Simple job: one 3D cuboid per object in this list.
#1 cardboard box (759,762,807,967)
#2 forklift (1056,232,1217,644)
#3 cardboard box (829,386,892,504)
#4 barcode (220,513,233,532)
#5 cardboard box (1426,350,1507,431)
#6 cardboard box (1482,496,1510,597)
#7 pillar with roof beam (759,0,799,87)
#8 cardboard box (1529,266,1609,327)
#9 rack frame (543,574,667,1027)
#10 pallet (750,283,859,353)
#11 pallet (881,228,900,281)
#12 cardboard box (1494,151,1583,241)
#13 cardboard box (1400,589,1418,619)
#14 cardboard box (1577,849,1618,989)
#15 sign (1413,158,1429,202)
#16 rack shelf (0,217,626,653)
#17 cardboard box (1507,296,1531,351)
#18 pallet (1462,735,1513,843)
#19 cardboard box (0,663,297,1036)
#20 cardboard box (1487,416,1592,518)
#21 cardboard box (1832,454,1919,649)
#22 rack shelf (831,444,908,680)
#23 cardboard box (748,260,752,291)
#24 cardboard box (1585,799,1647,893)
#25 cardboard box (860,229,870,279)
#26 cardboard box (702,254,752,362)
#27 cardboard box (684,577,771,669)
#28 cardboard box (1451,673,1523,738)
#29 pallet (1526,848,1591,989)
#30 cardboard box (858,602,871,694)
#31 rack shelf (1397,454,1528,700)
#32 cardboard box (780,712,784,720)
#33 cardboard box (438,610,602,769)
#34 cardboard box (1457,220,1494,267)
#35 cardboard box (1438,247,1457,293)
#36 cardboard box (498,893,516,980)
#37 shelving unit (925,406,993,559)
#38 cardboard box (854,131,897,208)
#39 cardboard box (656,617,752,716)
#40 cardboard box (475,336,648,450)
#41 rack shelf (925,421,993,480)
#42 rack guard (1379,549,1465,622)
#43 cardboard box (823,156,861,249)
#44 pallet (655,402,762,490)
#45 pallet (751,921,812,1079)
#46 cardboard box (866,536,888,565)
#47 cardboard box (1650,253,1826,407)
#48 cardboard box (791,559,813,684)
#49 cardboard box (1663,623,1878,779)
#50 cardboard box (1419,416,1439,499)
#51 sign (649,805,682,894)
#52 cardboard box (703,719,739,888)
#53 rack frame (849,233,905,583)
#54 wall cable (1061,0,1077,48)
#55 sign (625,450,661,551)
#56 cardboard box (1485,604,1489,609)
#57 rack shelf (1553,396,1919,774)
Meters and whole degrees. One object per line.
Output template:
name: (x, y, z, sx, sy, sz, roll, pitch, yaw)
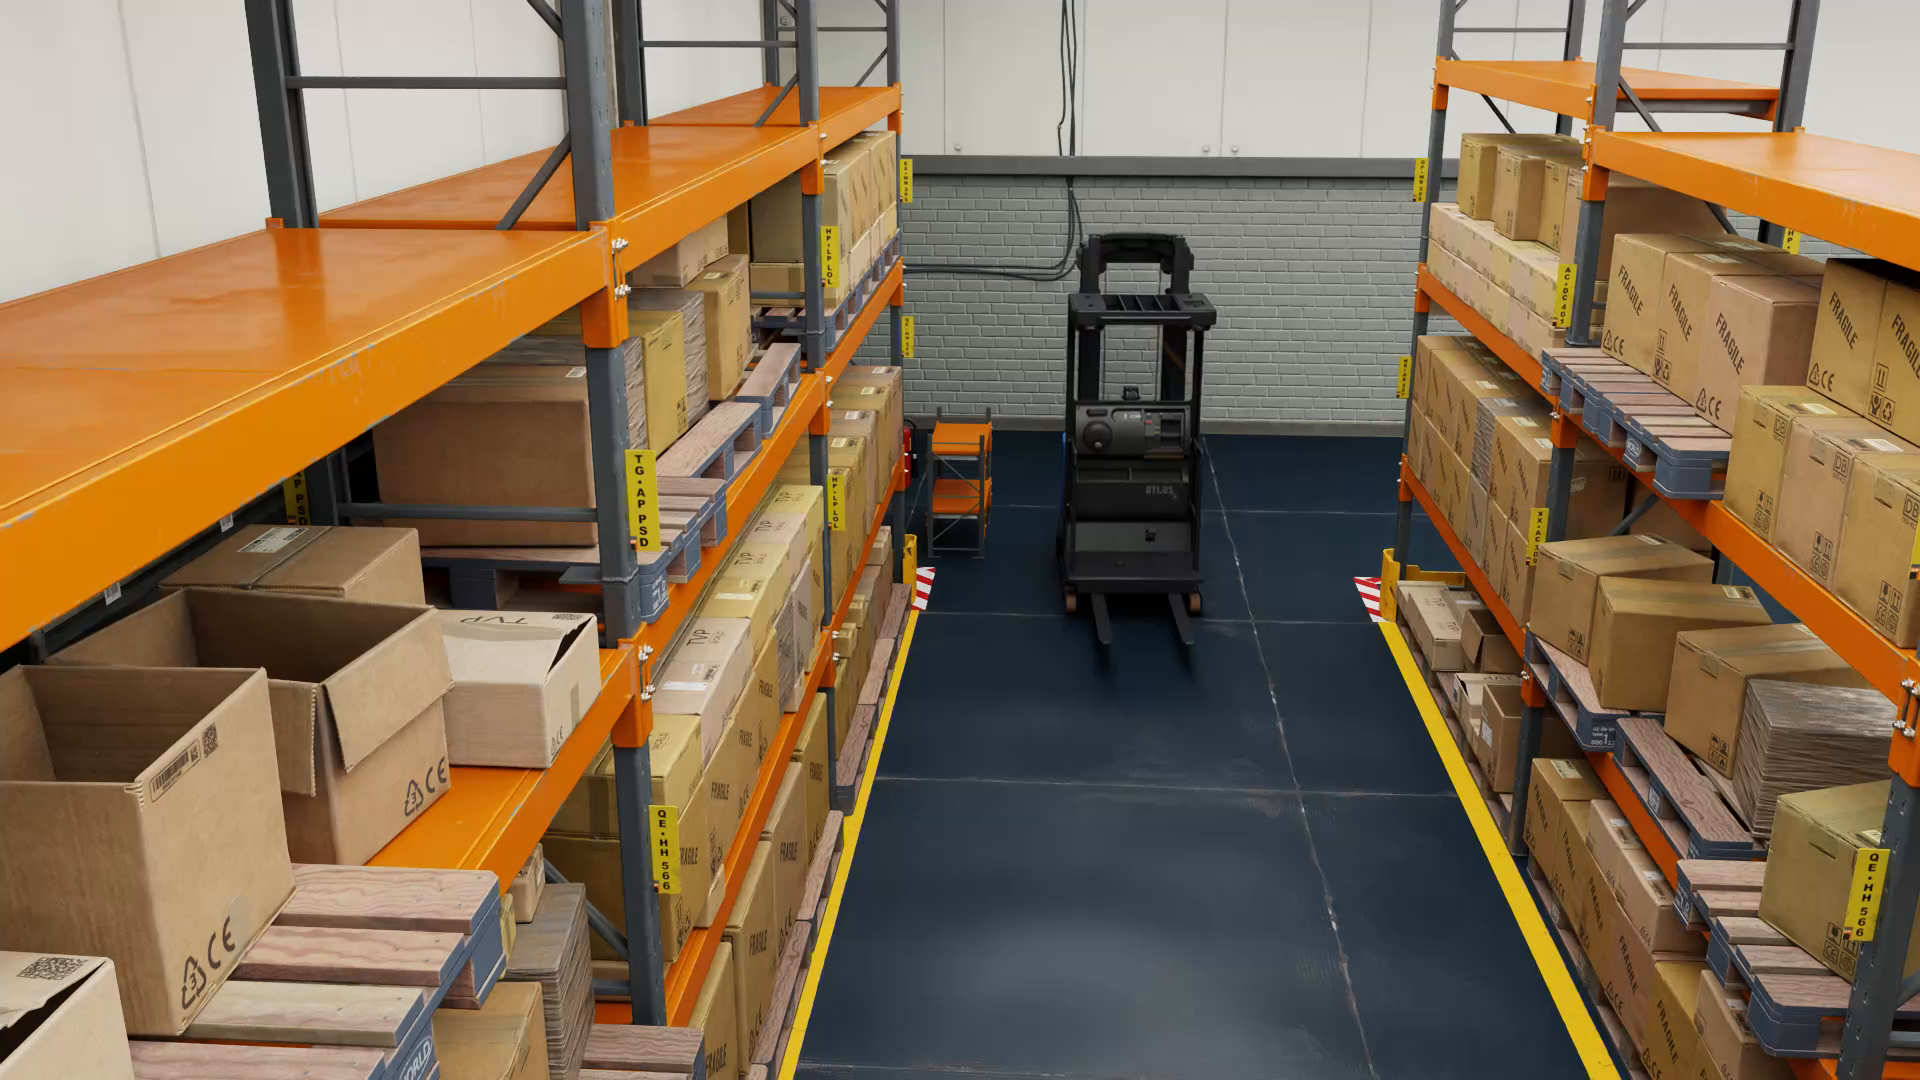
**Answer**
cardboard box: (-1.218, 1.598, 8.334, 0.750, 0.750, 0.750, 2, 18, 6)
forklift: (1.399, -0.893, 13.269, 1.130, 2.935, 3.031, 0, 18, 1)
cardboard box: (-1.021, -0.705, 12.102, 0.980, 0.700, 0.700, 1, 18, 3)
barcode: (-2.139, -0.064, 4.847, 0.001, 0.075, 0.075, 1, 18, 4)
cardboard box: (3.663, -1.066, 11.919, 0.500, 0.500, 0.500, 1, 18, 4)
cardboard box: (3.516, 0.036, 10.162, 0.500, 0.500, 0.500, 2, 18, 5)
pillar with roof beam: (2.671, -4.560, 14.714, 9.100, 9.000, 0.400, 1, 18, 4)
cardboard box: (3.465, -1.344, 9.156, 0.500, 0.250, 0.500, 1, 18, 4)
rack frame: (-1.527, 1.538, 5.740, 1.000, 3.000, 0.127, 1, 18, 4)
pallet: (-1.171, -1.342, 9.853, 1.003, 0.211, 1.213, 1, 18, 4)
pallet: (-0.996, -2.100, 12.166, 1.003, 0.211, 1.213, 1, 18, 4)
cardboard box: (3.789, -2.162, 10.446, 0.700, 0.500, 0.500, 1, 18, 4)
cardboard box: (3.597, 0.500, 12.751, 0.380, 0.166, 0.250, 1, 18, 4)
cardboard box: (3.353, 1.849, 8.097, 0.500, 0.500, 0.500, 2, 18, 5)
sign: (3.446, -2.691, 12.423, 0.100, 0.325, 0.005, 1, 18, 4)
rack shelf: (-1.670, -0.160, 3.085, 1.077, 0.370, 4.000, 1, 18, 4)
cardboard box: (3.517, -1.262, 9.706, 0.500, 0.250, 0.500, 1, 18, 4)
pallet: (3.751, 1.517, 10.283, 1.003, 0.211, 1.213, 1, 18, 4)
cardboard box: (-1.606, 0.556, 3.083, 0.500, 0.500, 0.500, 1, 18, 2)
cardboard box: (3.513, -0.440, 10.009, 0.500, 0.500, 0.500, 1, 18, 3)
cardboard box: (3.412, 0.038, 5.340, 0.910, 0.500, 0.500, 1, 18, 4)
rack shelf: (-1.097, 0.016, 11.540, 1.077, 0.370, 4.000, 1, 18, 4)
cardboard box: (-1.425, -1.524, 9.672, 0.500, 0.250, 0.500, 1, 18, 4)
cardboard box: (3.351, 1.482, 8.012, 0.500, 0.250, 0.500, 1, 18, 4)
cardboard box: (-0.848, -1.832, 10.613, 0.500, 0.250, 0.500, 1, 18, 2)
cardboard box: (-1.413, -1.116, 8.154, 0.700, 0.500, 0.500, 0, 18, 1)
cardboard box: (-1.137, 0.367, 7.439, 0.500, 0.250, 0.500, 1, 18, 3)
cardboard box: (3.513, 1.057, 10.818, 0.500, 0.311, 0.500, 1, 18, 4)
pallet: (3.680, 1.983, 8.859, 1.003, 0.211, 1.213, 1, 18, 4)
cardboard box: (-1.006, 0.738, 11.520, 0.700, 0.500, 0.500, 2, 18, 5)
rack shelf: (3.844, 0.125, 11.206, 1.077, 0.370, 4.000, 1, 18, 4)
cardboard box: (-1.084, 0.833, 8.263, 0.380, 0.149, 0.250, 1, 18, 4)
cardboard box: (-1.309, 0.375, 4.583, 0.500, 0.311, 0.500, 1, 18, 4)
cardboard box: (3.619, -1.965, 11.051, 0.500, 0.250, 0.500, 1, 18, 4)
cardboard box: (3.648, -1.883, 11.603, 0.500, 0.250, 0.500, 1, 18, 4)
cardboard box: (-1.530, 1.181, 4.920, 0.380, 0.149, 0.250, -2, 18, -5)
shelving unit: (0.000, -0.537, 15.081, 0.538, 1.125, 1.048, 1, 18, 4)
cardboard box: (-0.734, -2.671, 11.969, 0.500, 0.500, 0.500, 1, 18, 4)
cardboard box: (-1.168, 0.525, 6.955, 0.500, 0.250, 0.500, 1, 18, 4)
cardboard box: (-1.564, -0.462, 6.159, 0.700, 0.500, 0.500, 0, 18, 1)
rack shelf: (0.000, -0.815, 14.990, 0.538, 0.278, 1.000, 1, 18, 4)
rack guard: (3.982, 0.374, 13.306, 1.175, 0.500, 0.348, 1, 18, 4)
cardboard box: (-0.879, -2.037, 10.035, 0.500, 0.500, 0.500, 1, 18, 3)
pallet: (-1.457, -0.347, 6.977, 1.003, 0.211, 1.213, 2, 18, 6)
pallet: (-1.305, 2.242, 8.070, 1.003, 0.211, 1.213, 1, 18, 4)
cardboard box: (-0.749, 0.076, 12.499, 0.380, 0.149, 0.250, 2, 18, 5)
cardboard box: (3.566, -0.953, 7.527, 0.600, 0.600, 0.600, 1, 18, 3)
cardboard box: (-1.049, 0.404, 8.528, 0.500, 0.500, 0.500, 1, 18, 4)
cardboard box: (3.636, 0.708, 7.438, 0.700, 0.500, 0.500, -3, 18, -10)
cardboard box: (3.661, -0.593, 12.082, 0.500, 0.500, 0.500, 1, 18, 3)
sign: (-0.985, 1.034, 5.544, 0.100, 0.325, 0.005, 1, 18, 4)
cardboard box: (-1.190, 1.032, 6.614, 0.500, 0.500, 0.500, 2, 18, 6)
rack frame: (-0.954, -0.947, 13.323, 1.000, 3.000, 0.127, 1, 18, 4)
wall cable: (2.507, -6.411, 17.238, 3.097, 2.526, 0.112, 1, 18, 4)
sign: (-0.986, -0.121, 5.154, 0.100, 0.325, 0.005, 1, 18, 4)
cardboard box: (4.076, 0.598, 12.452, 0.380, 0.166, 0.250, 1, 18, 4)
rack shelf: (3.557, -0.058, 6.947, 1.077, 0.370, 4.000, 1, 18, 4)
